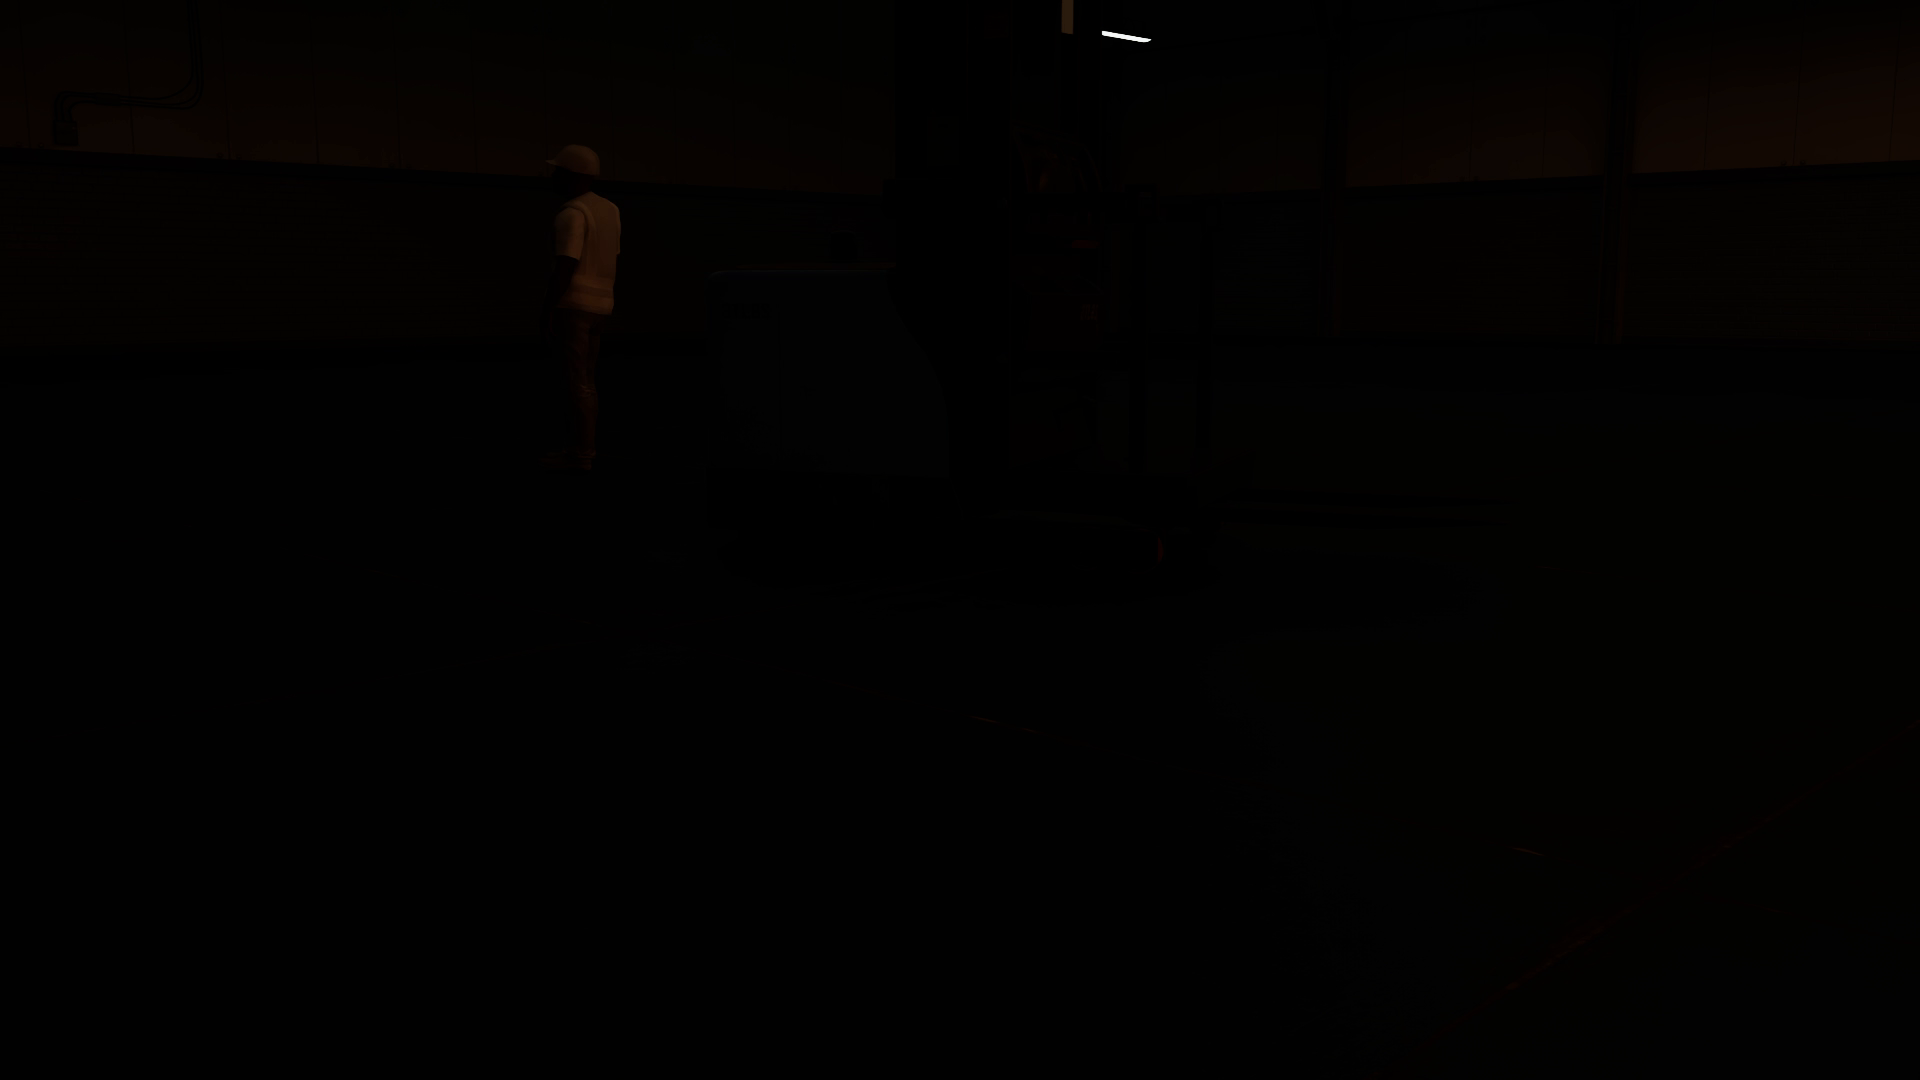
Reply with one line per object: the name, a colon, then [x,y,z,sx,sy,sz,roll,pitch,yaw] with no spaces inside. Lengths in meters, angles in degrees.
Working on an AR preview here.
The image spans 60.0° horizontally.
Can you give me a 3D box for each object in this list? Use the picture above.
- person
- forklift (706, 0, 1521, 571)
person: [-2.170,-1.266,9.143,0.577,1.765,0.666,2,9,13]
forklift: [0.565,-1.416,6.275,3.031,2.935,1.130,3,9,22]
